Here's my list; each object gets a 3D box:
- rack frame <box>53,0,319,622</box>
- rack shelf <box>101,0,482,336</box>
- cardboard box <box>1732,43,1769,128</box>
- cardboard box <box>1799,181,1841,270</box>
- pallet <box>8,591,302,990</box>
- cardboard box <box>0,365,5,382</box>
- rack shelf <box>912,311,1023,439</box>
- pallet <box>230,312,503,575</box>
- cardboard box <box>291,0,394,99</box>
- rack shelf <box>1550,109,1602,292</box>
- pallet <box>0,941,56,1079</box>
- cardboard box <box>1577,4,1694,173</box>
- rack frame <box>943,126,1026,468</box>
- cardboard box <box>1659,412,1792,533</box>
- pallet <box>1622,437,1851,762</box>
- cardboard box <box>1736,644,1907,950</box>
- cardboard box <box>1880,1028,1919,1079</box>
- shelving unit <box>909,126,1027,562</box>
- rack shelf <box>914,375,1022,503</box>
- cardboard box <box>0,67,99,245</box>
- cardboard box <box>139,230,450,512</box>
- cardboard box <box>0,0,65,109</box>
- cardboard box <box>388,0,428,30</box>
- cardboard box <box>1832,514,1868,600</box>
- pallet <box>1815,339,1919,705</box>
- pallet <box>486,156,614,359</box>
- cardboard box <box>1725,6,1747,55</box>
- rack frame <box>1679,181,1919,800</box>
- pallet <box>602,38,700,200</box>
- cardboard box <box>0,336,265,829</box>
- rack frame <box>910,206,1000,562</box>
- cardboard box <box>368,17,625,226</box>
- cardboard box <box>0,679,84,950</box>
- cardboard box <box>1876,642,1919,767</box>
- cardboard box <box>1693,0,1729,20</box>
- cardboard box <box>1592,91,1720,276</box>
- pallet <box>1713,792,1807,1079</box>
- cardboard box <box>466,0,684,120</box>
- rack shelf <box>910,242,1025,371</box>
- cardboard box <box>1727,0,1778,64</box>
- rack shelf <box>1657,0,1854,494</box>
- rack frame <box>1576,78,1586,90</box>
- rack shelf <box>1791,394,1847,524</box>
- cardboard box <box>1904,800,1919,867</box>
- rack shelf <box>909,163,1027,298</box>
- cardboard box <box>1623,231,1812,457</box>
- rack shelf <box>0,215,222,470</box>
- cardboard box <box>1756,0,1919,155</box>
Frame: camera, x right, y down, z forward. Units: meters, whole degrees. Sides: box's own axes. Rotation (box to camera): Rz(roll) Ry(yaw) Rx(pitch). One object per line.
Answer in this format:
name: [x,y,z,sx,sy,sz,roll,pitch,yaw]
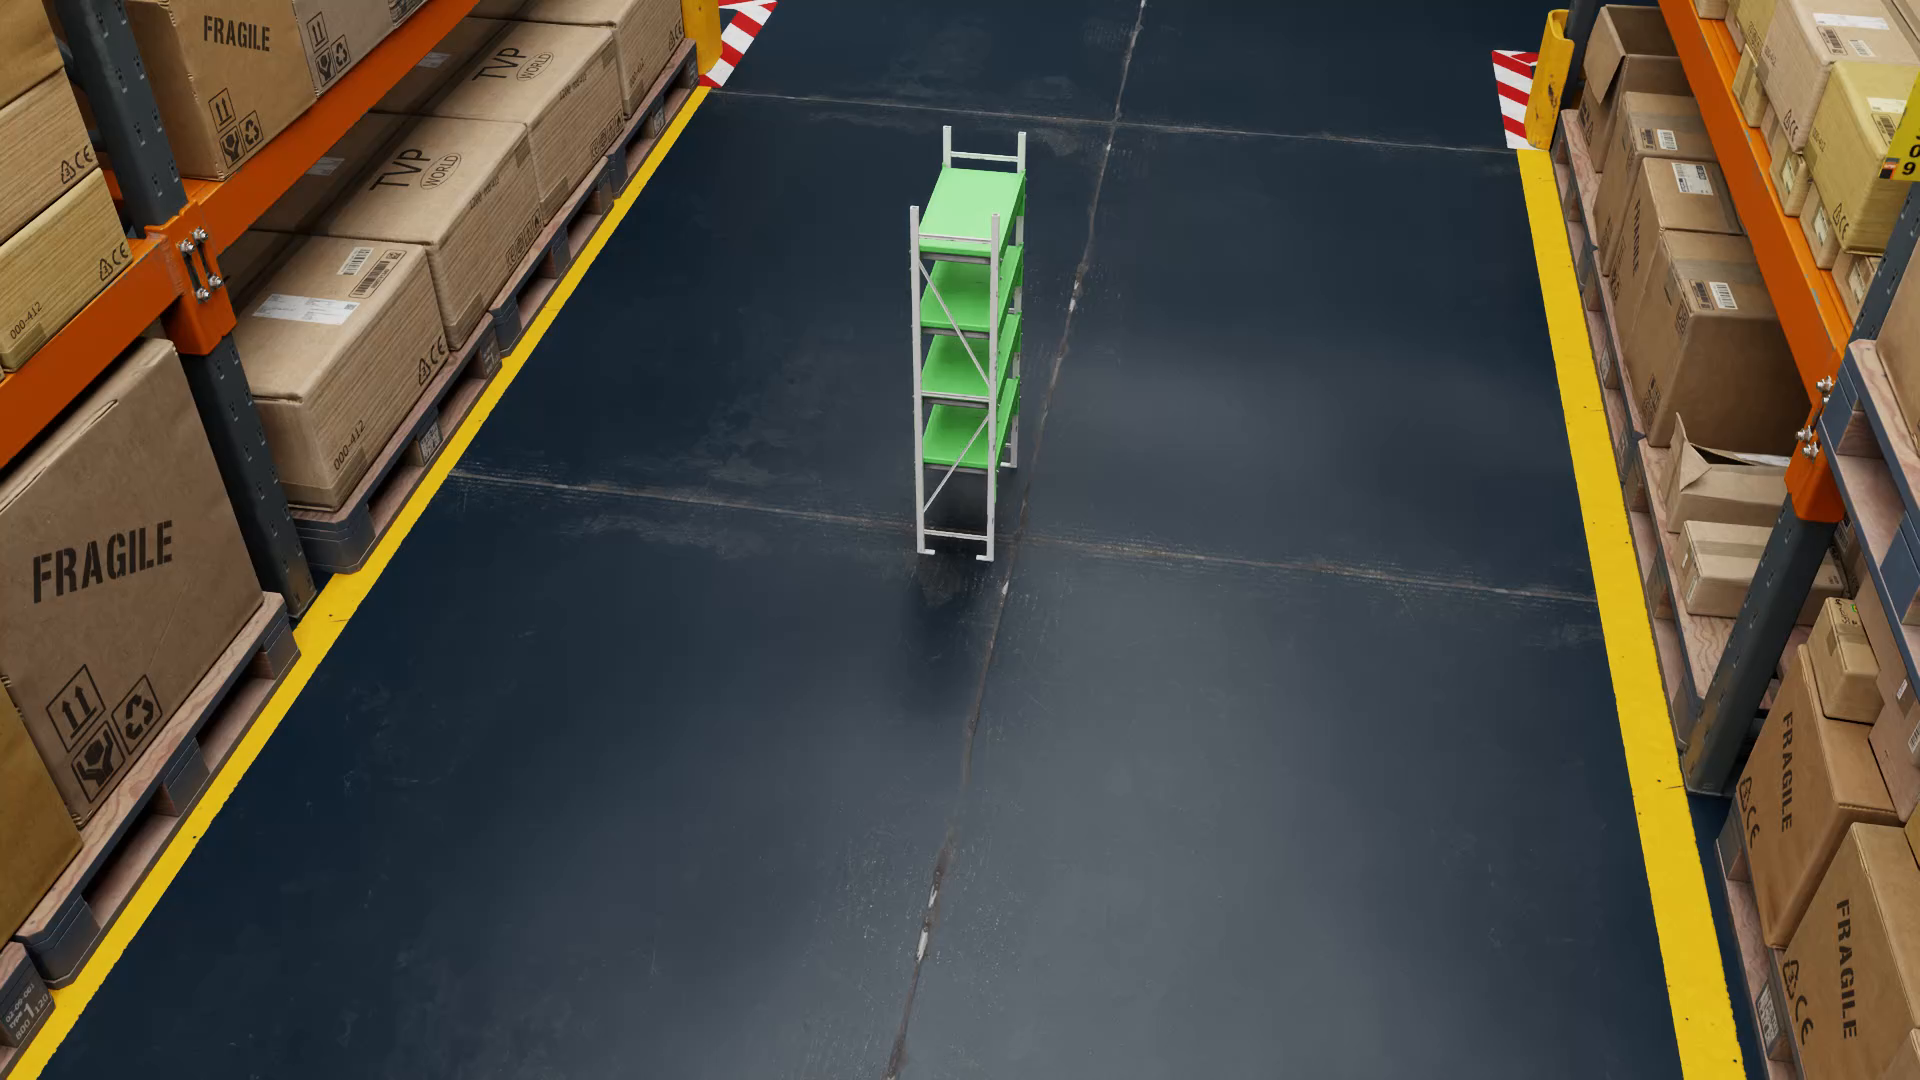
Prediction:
rack frame: [-2.452,-1.008,4.115,1.000,3.000,0.127,6,40,8]
rack shelf: [-2.105,-1.985,5.862,1.077,0.370,4.000,6,40,8]
cardboard box: [2.378,-1.250,4.605,0.380,0.149,0.250,6,40,7]
cardboard box: [2.268,-0.759,4.012,0.380,0.149,0.250,7,40,9]
pallet: [-2.511,0.560,4.407,1.003,0.211,1.213,6,40,8]
cardboard box: [-2.370,-0.321,3.402,0.500,0.250,0.500,6,40,7]
rack shelf: [0.029,-0.517,5.034,0.258,0.148,0.480,6,40,8]
pallet: [-2.243,-0.401,5.570,1.003,0.211,1.213,6,40,8]
cardboard box: [-2.021,-1.627,4.785,0.500,0.500,0.500,7,40,8]
rack shelf: [-12.545,-0.712,3.915,30.696,2.800,11.642,6,40,8]
pallet: [-2.720,1.328,3.479,1.003,0.211,1.213,6,40,8]
cardboard box: [2.931,-1.799,6.702,0.797,0.503,0.637,5,40,6]
rack frame: [0.071,-0.719,5.179,0.240,1.200,0.015,6,40,8]
cardboard box: [2.307,-0.177,4.926,0.396,0.266,0.258,8,40,9]
pallet: [2.558,0.181,4.865,1.003,0.211,1.213,6,40,8]
cardboard box: [2.133,0.618,3.781,0.500,0.500,0.500,8,40,10]
cardboard box: [1.959,1.266,2.997,0.500,0.500,0.500,5,40,6]
shelving unit: [0.029,-0.566,4.993,0.258,1.200,0.503,6,40,8]
rack shelf: [0.029,-0.332,5.187,0.258,0.148,0.480,6,40,8]
cardboard box: [-2.288,-0.839,3.636,0.500,0.250,0.500,6,40,8]
cardboard box: [-2.237,-0.564,5.259,0.875,0.438,0.875,6,40,7]
cardboard box: [-2.282,-1.123,3.391,0.500,0.500,0.500,8,40,9]
cardboard box: [-1.929,-1.938,5.162,0.500,0.500,0.500,7,40,8]
cardboard box: [2.785,0.023,4.648,0.500,0.311,0.500,8,40,9]
pallet: [2.192,0.101,2.925,1.003,0.211,1.213,6,40,8]
pallet: [-2.034,-1.169,6.499,1.003,0.211,1.213,6,40,8]
cardboard box: [2.529,-1.560,4.980,0.380,0.149,0.250,6,40,8]
rack frame: [2.438,-0.463,3.455,1.000,3.000,0.127,6,40,8]
pallet: [-1.821,-1.933,7.422,1.003,0.211,1.213,6,40,8]
cardboard box: [-2.480,0.047,4.176,0.875,0.875,0.875,8,40,9]
rack frame: [-0.014,-0.413,4.808,0.240,1.200,0.015,6,40,8]
cardboard box: [-1.925,-1.692,6.623,0.875,0.438,0.875,7,40,9]
cardboard box: [-2.629,0.615,3.490,0.875,0.875,0.875,7,40,9]
cardboard box: [2.116,0.339,3.376,0.380,0.149,0.250,5,40,6]
cardboard box: [2.506,-1.729,5.185,0.380,0.149,0.250,7,40,9]
cardboard box: [2.745,-1.266,6.059,0.700,0.500,0.500,8,40,9]
pallet: [2.334,1.127,3.722,1.003,0.211,1.213,6,40,8]
cardboard box: [-1.775,-2.267,7.319,0.875,0.438,0.875,5,40,6]
rack shelf: [0.029,-0.702,4.881,0.258,0.148,0.480,6,40,8]
cardboard box: [2.457,-1.493,4.587,0.500,0.250,0.500,6,40,7]
rack shelf: [2.784,-1.440,5.203,1.077,0.370,4.000,6,40,8]
rack frame: [3.127,-2.973,6.492,0.949,2.616,0.053,6,40,8]
rack shelf: [2.092,1.070,2.166,1.077,0.370,4.000,6,40,8]
cardboard box: [2.109,0.629,3.258,0.380,0.149,0.250,4,40,5]
rack shelf: [0.029,-0.887,4.728,0.258,0.148,0.480,6,40,8]
cardboard box: [2.565,-0.614,5.271,0.700,0.500,0.500,5,40,6]
rack shelf: [-2.798,0.525,2.826,1.077,0.370,4.000,6,40,8]
cardboard box: [2.358,-1.182,4.210,0.500,0.250,0.500,7,40,8]
